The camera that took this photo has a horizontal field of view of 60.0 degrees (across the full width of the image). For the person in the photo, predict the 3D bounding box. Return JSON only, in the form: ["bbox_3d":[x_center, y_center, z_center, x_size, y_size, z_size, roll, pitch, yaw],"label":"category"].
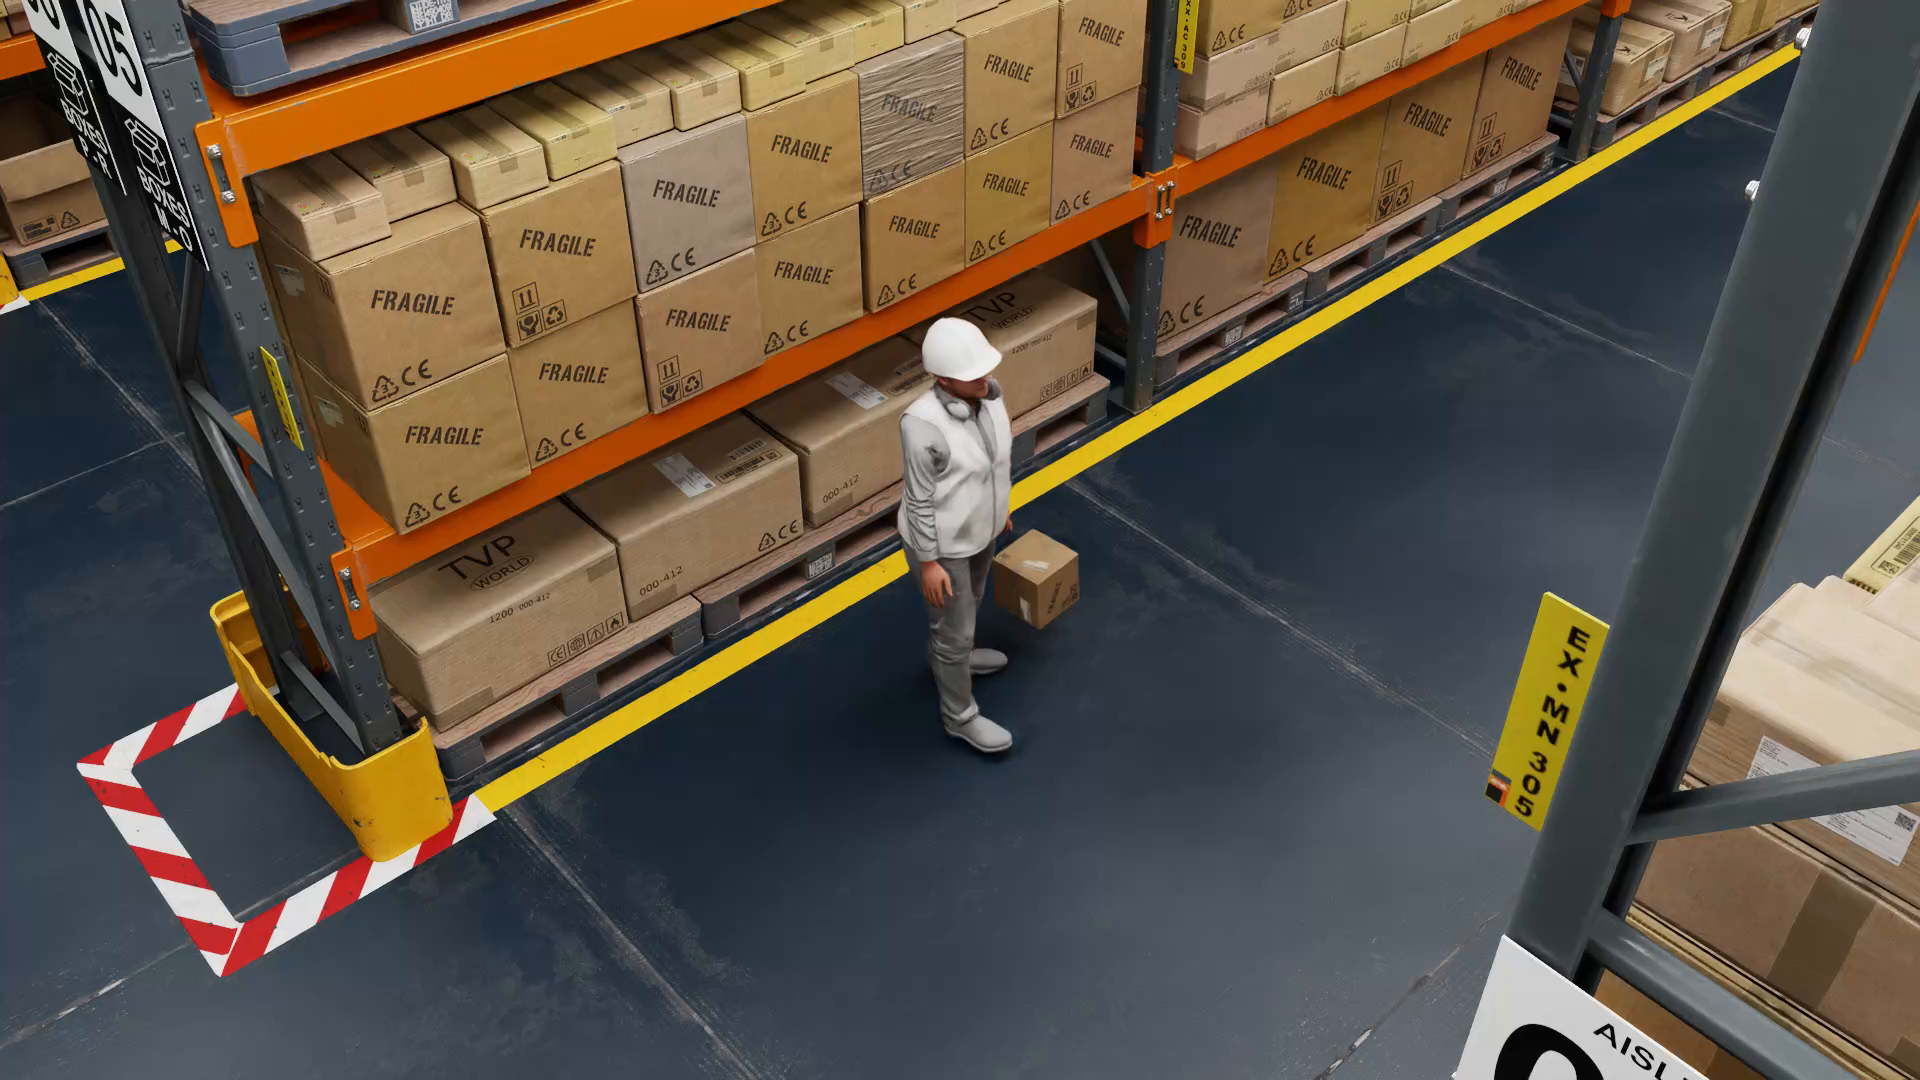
[{"bbox_3d":[0.049,-0.019,6.120,0.553,1.775,0.613,23,45,25],"label":"person"}]
